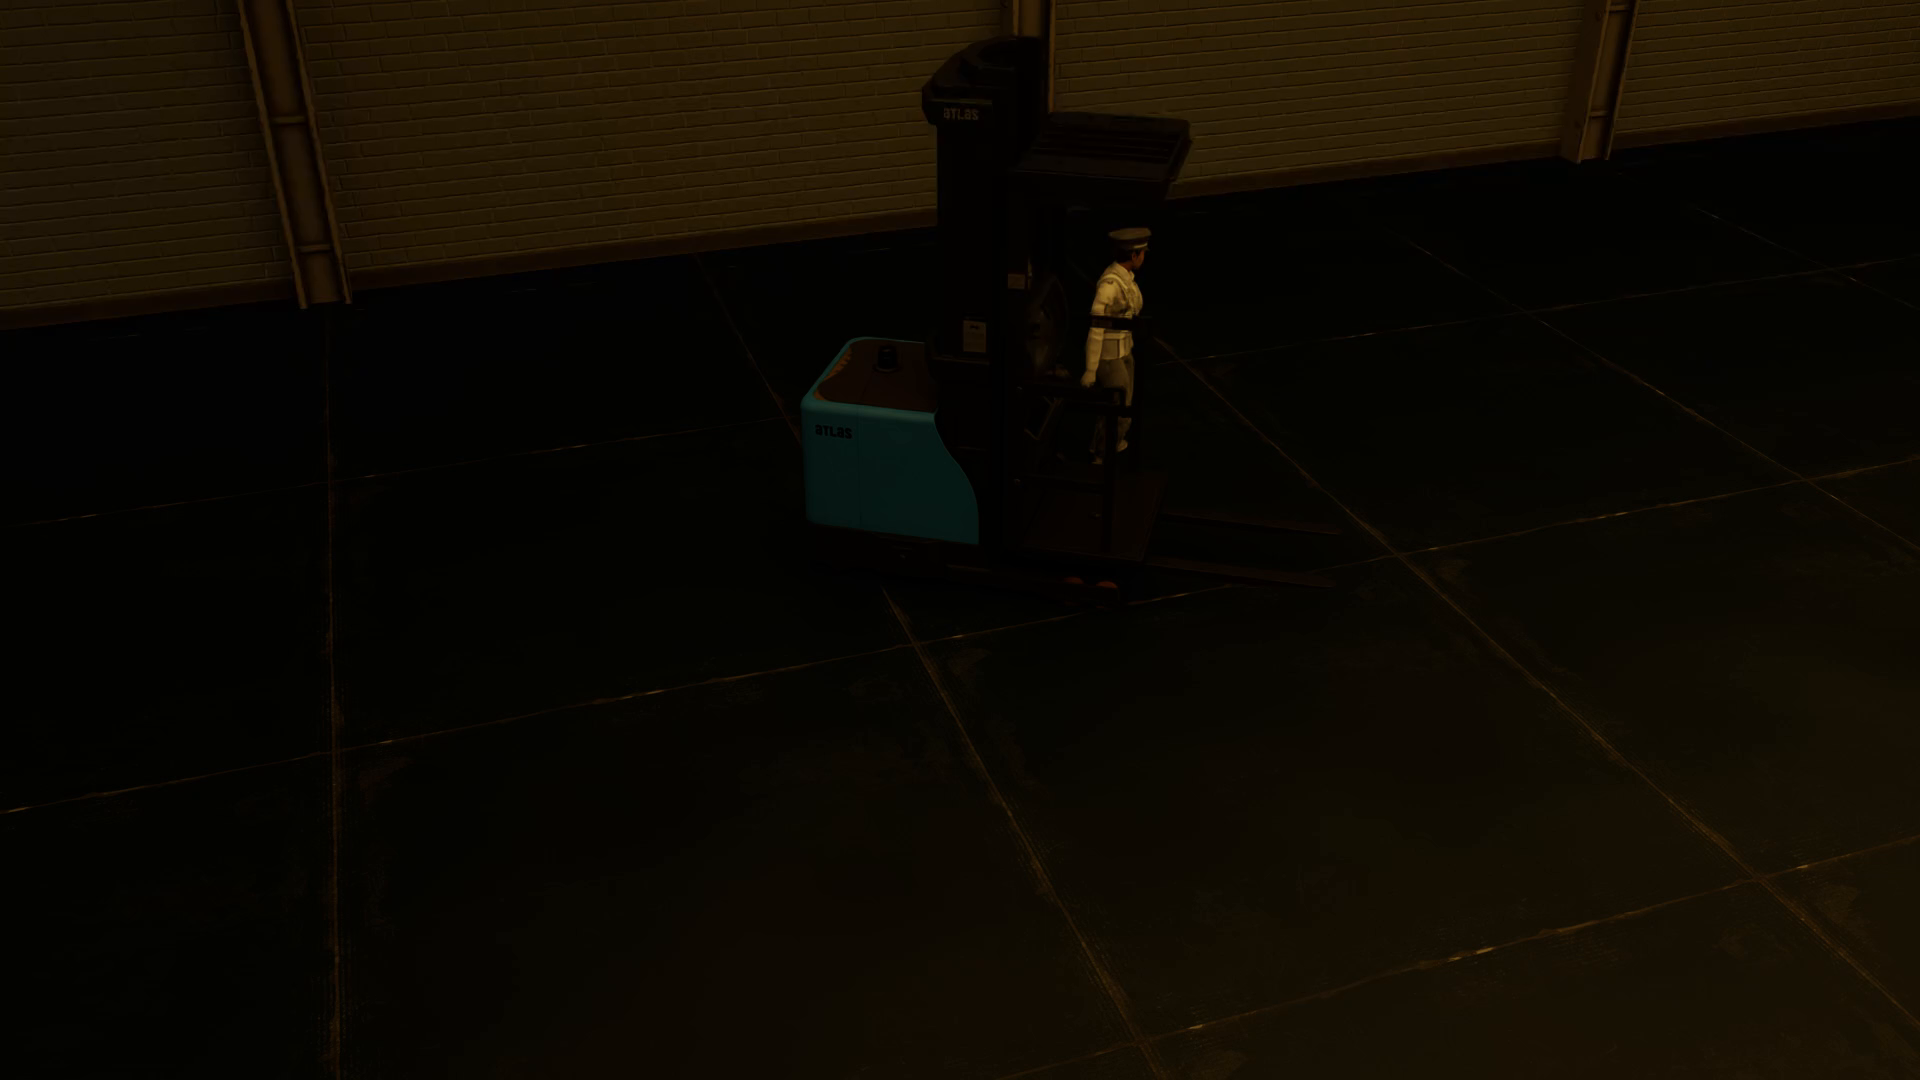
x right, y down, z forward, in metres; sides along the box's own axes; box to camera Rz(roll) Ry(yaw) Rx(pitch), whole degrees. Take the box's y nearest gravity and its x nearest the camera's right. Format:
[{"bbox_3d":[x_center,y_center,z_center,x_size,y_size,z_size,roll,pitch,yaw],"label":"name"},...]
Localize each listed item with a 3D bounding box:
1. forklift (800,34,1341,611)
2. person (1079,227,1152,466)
[{"bbox_3d":[0.669,-1.166,9.113,3.031,2.935,1.130,7,31,12],"label":"forklift"},{"bbox_3d":[0.967,-1.154,10.424,0.369,1.631,0.768,9,31,15],"label":"person"}]
